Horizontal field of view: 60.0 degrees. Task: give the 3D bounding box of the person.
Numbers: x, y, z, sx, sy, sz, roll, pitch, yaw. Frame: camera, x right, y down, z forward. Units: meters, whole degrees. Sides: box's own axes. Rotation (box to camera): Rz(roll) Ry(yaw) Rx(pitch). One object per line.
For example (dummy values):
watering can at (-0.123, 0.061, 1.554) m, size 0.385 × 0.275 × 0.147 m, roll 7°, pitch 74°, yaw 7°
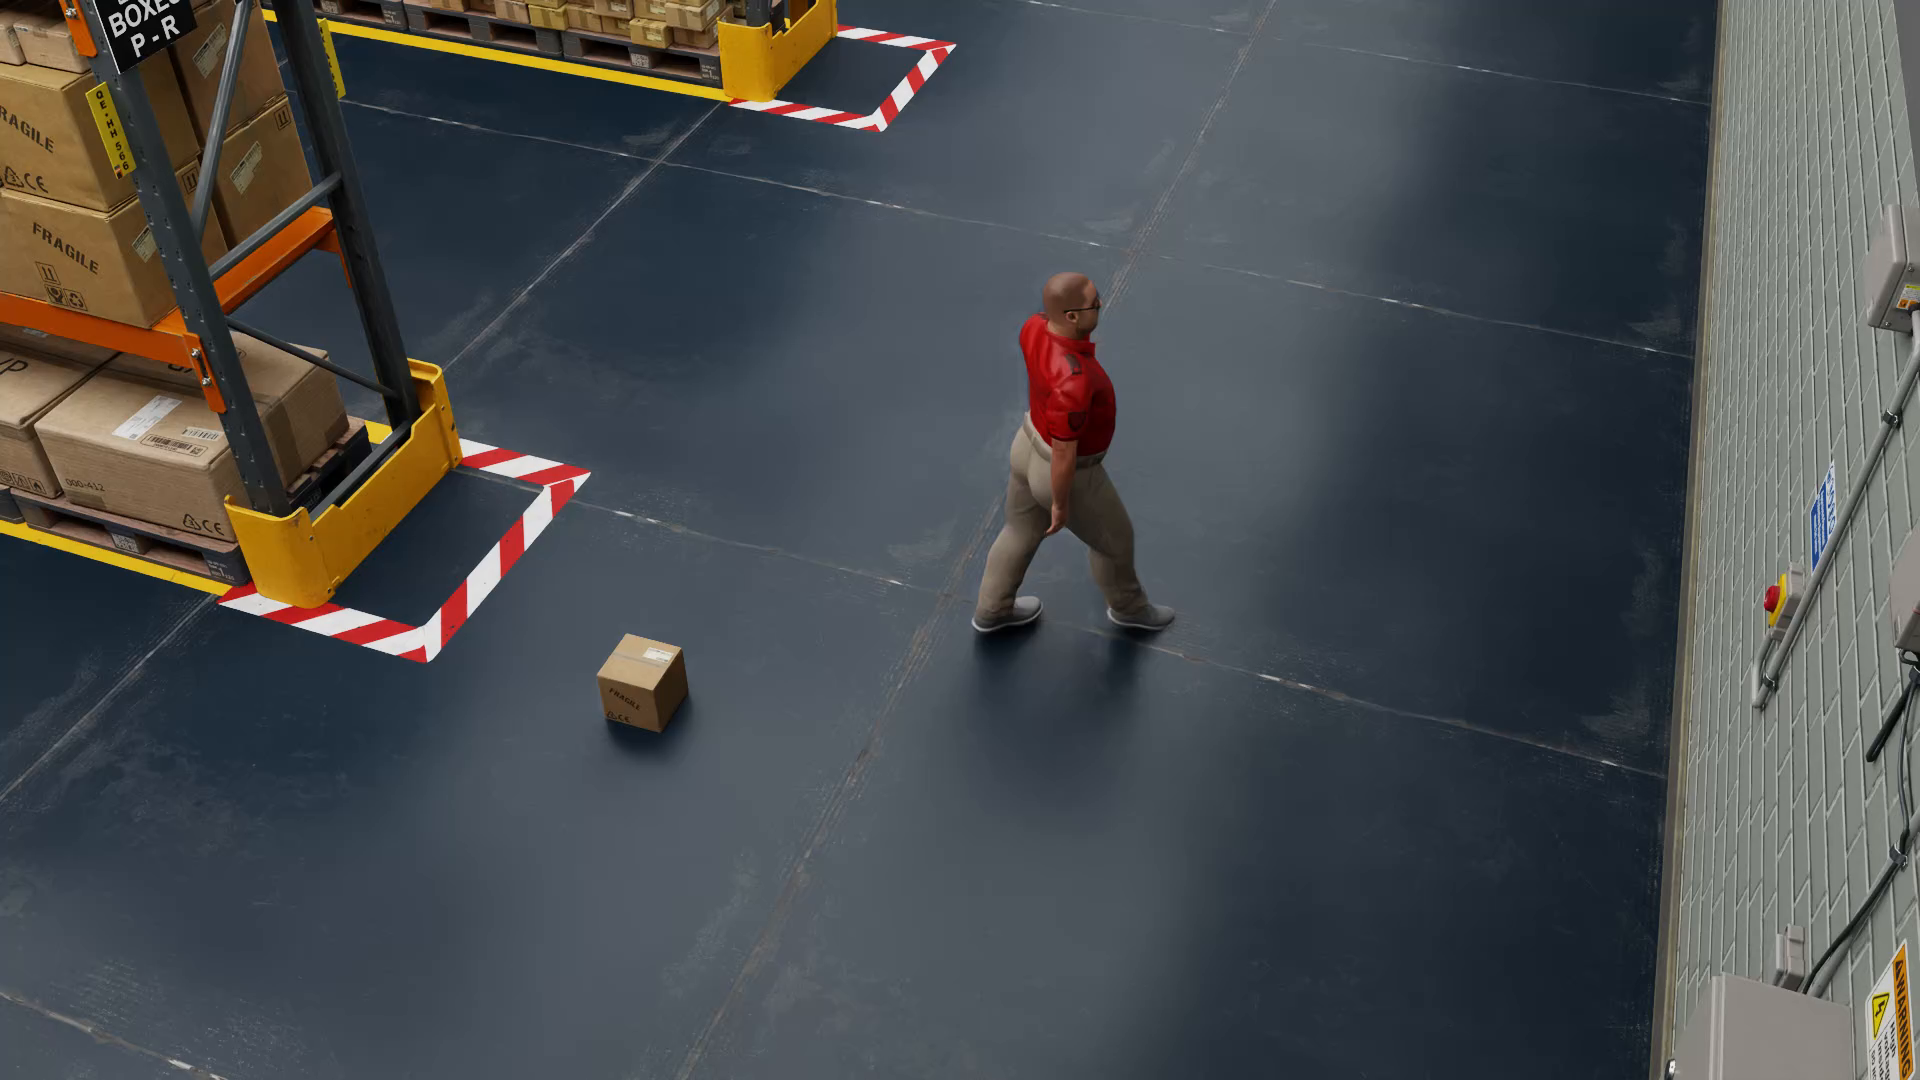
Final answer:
person at (0.467, -0.305, 6.530) m, size 0.857 × 1.742 × 0.550 m, roll -15°, pitch 43°, yaw -16°
